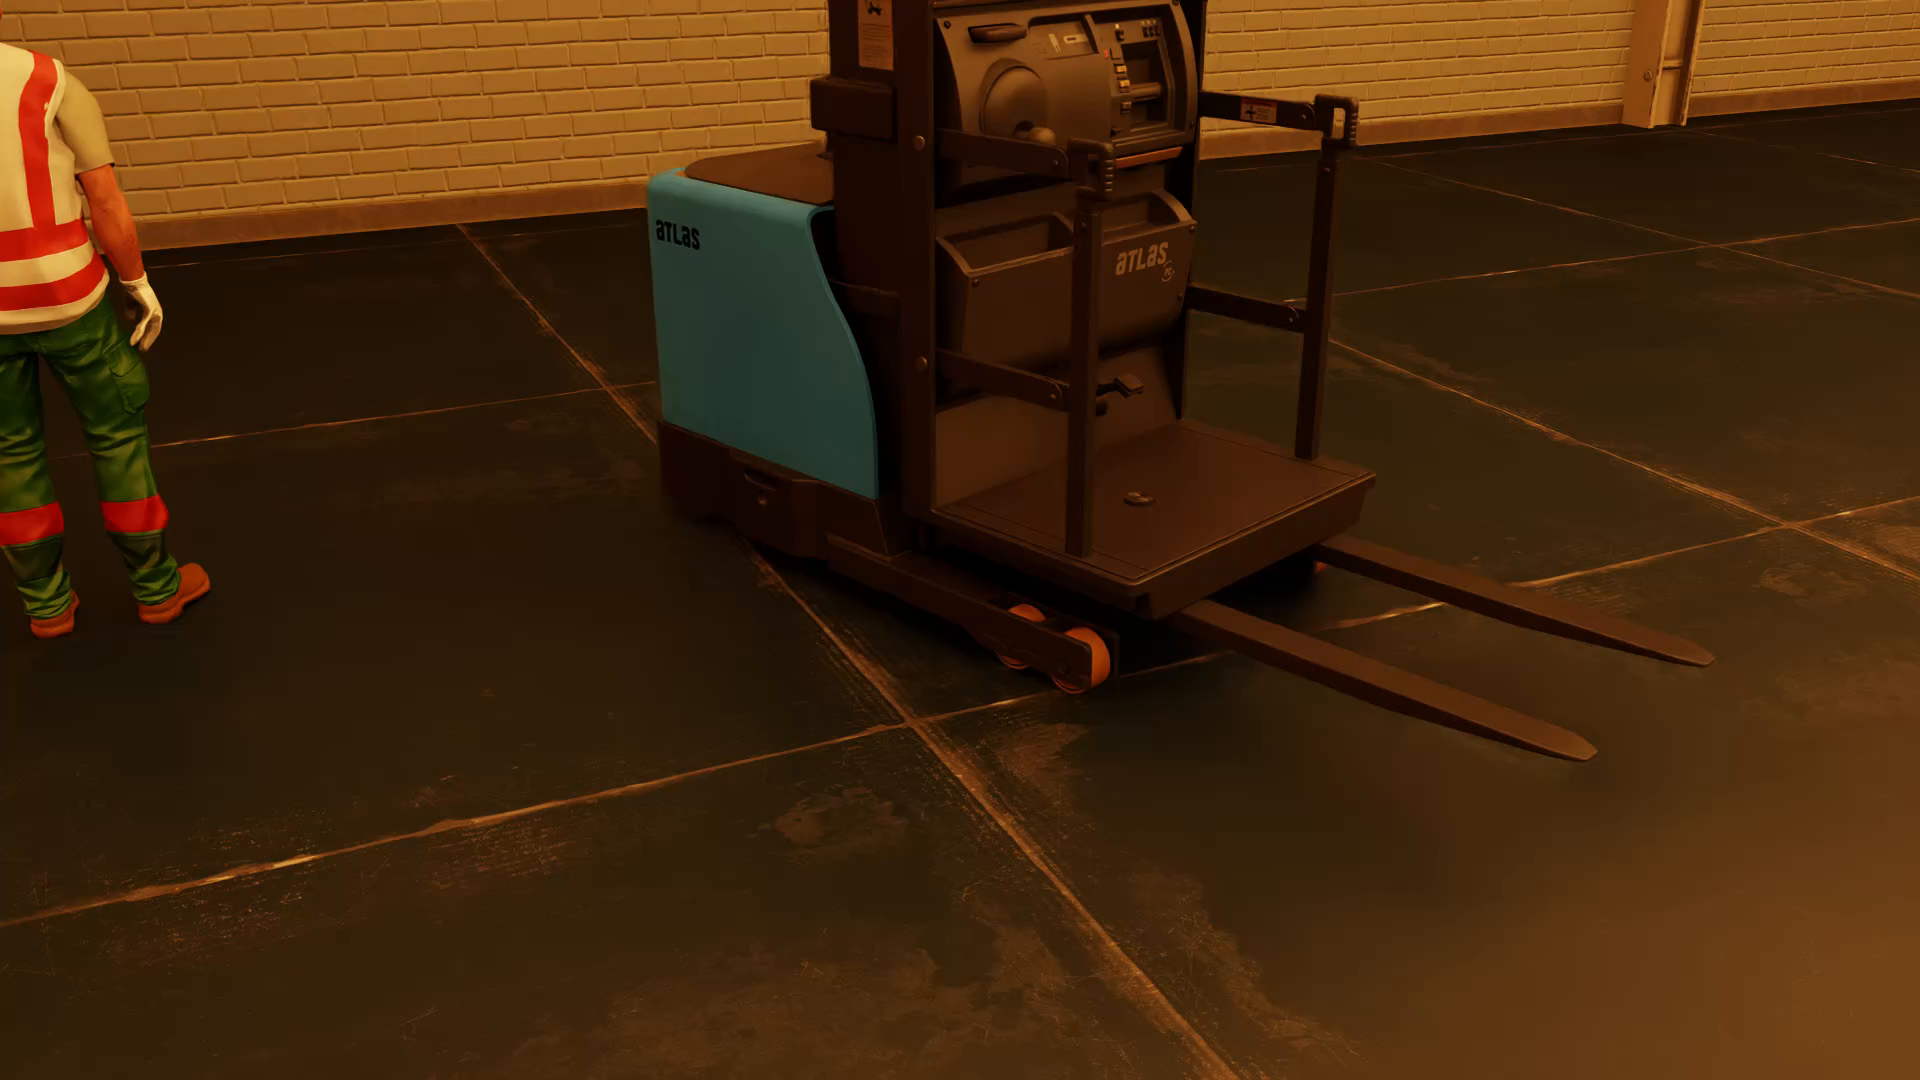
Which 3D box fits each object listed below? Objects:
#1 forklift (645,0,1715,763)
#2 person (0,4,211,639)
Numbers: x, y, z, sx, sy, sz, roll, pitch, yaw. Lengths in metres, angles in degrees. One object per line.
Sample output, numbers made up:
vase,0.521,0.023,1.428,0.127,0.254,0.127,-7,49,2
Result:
forklift,0.448,-1.191,4.154,3.031,2.935,1.130,21,30,40
person,-2.384,-0.609,4.262,0.609,1.777,0.455,-7,23,-15
